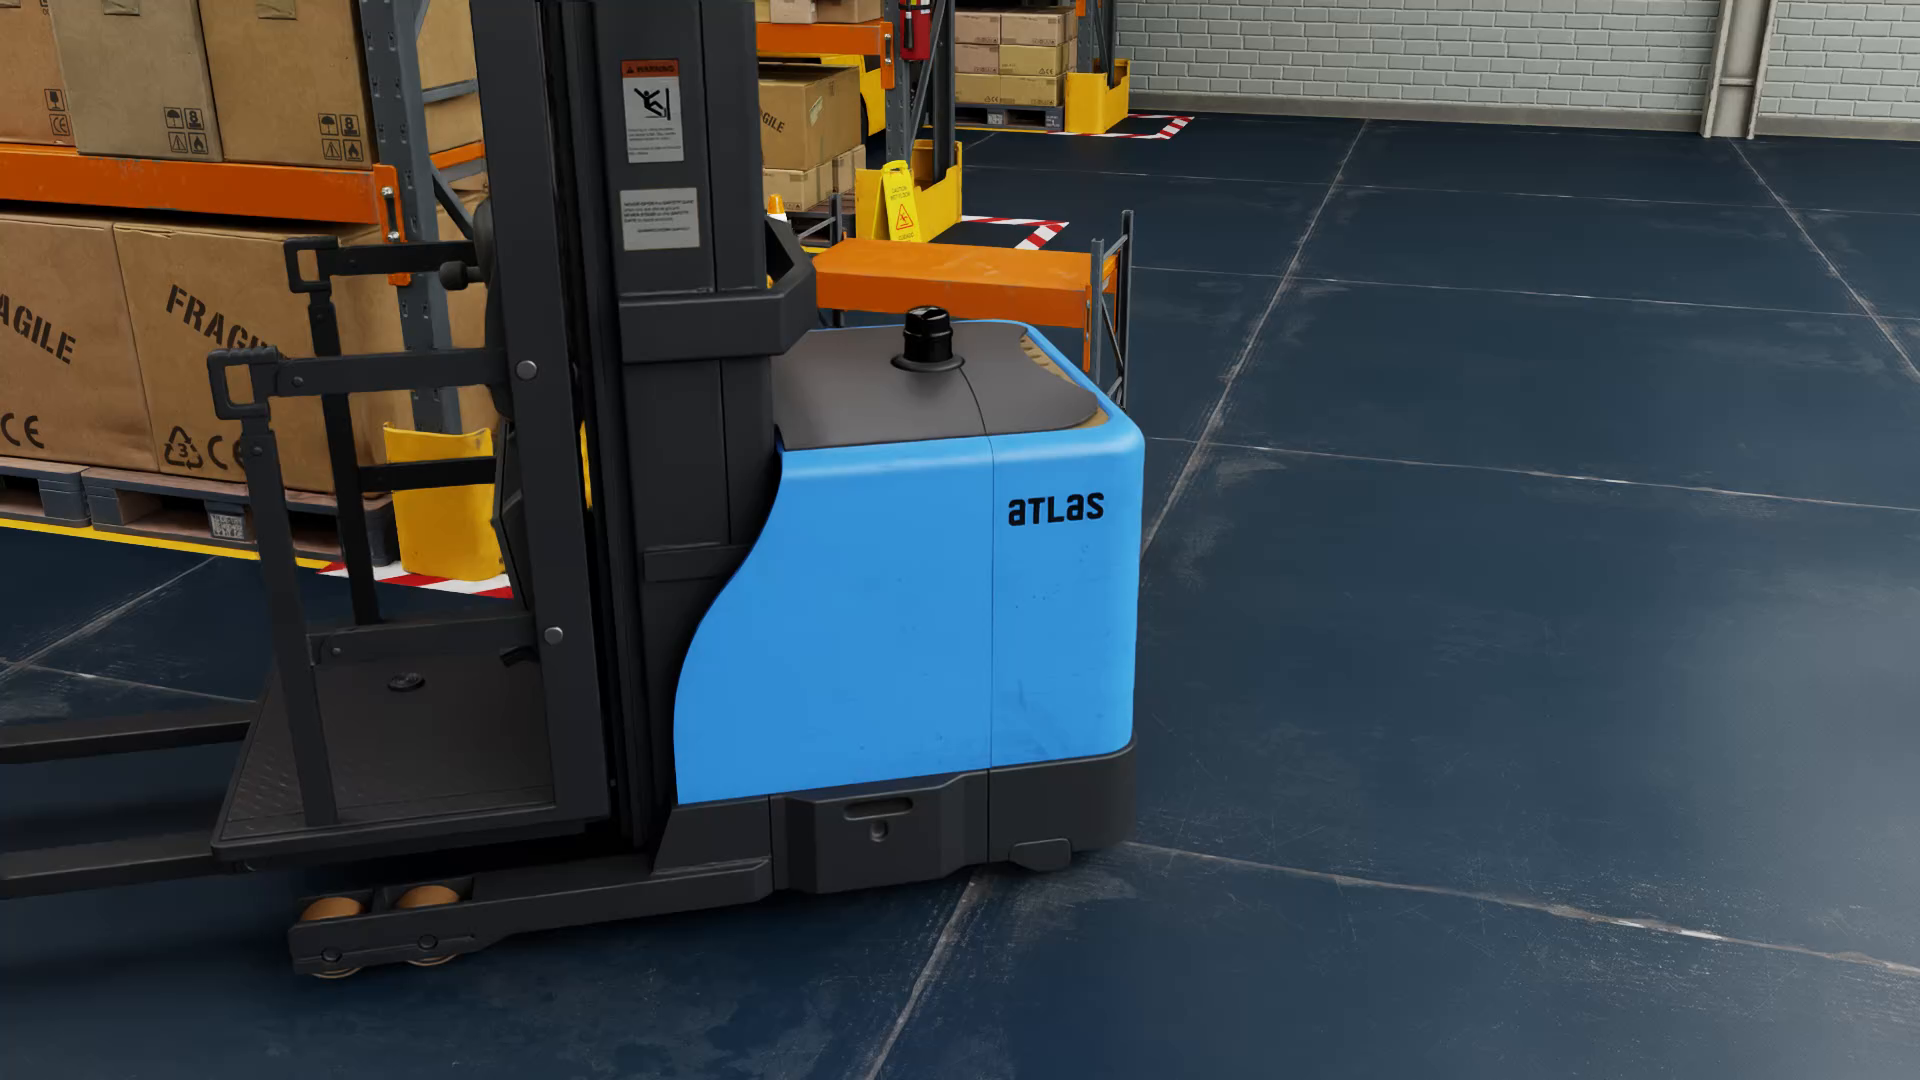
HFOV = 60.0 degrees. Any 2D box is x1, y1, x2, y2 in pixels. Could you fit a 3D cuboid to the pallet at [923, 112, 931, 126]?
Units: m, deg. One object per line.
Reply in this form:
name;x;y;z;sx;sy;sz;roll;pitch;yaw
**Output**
pallet;-0.712;-4.006;15.258;1.213;0.211;1.003;7;23;15

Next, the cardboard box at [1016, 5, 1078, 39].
cardboard box;0.791;-4.599;14.782;0.500;0.250;0.500;6;23;15

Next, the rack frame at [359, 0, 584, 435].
rack frame;-1.566;-1.480;5.425;0.127;3.000;1.000;7;23;16

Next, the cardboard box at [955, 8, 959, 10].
cardboard box;-0.311;-4.520;14.590;0.500;0.250;0.500;7;23;16

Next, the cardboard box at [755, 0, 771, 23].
cardboard box;-1.167;-3.160;9.851;0.250;0.149;0.380;6;23;15

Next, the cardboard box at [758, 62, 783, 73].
cardboard box;-1.450;-2.805;10.738;0.500;0.500;0.500;6;23;14

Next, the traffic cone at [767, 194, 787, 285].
traffic cone;-1.018;-1.694;9.290;0.334;0.463;0.336;7;23;16

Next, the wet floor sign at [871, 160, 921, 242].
wet floor sign;-0.360;-1.790;9.284;0.232;0.644;0.267;16;27;34

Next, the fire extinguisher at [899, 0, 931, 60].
fire extinguisher;-0.257;-3.073;9.412;0.183;0.674;0.296;7;23;16

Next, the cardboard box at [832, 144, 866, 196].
cardboard box;-0.926;-2.400;10.739;0.500;0.250;0.500;6;23;15

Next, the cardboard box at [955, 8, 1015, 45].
cardboard box;0.175;-4.469;14.464;0.500;0.250;0.500;7;23;16

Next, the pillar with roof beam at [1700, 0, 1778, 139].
pillar with roof beam;5.291;-6.050;8.663;0.400;9.000;9.100;7;23;16

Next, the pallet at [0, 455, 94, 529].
pallet;-3.519;-0.383;6.426;1.213;0.211;1.003;7;23;15

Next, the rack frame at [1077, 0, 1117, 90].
rack frame;1.197;-5.093;14.234;0.127;3.000;1.000;7;23;16

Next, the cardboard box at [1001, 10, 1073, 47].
cardboard box;0.666;-4.415;14.333;0.500;0.250;0.500;7;23;17

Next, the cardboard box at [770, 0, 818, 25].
cardboard box;-0.928;-3.124;9.764;0.250;0.149;0.380;6;23;15

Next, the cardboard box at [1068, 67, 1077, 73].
cardboard box;0.783;-4.140;14.980;0.500;0.250;0.500;7;23;16

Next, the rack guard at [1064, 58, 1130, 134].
rack guard;1.220;-3.934;14.702;0.348;0.500;1.175;7;23;16

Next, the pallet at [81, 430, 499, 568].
pallet;-2.355;-0.249;6.098;1.213;0.211;1.003;7;23;15

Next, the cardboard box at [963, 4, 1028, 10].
cardboard box;0.312;-4.653;14.912;0.500;0.250;0.500;7;23;16

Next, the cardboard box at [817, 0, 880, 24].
cardboard box;-0.653;-3.136;9.794;0.250;0.149;0.380;7;23;17

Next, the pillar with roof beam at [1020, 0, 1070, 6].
pillar with roof beam;-0.453;-6.708;10.266;0.400;9.000;9.100;7;23;16

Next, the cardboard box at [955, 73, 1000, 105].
cardboard box;0.182;-4.010;14.663;0.500;0.250;0.500;7;23;15

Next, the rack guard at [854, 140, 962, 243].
rack guard;-0.306;-2.141;10.331;0.348;0.500;1.175;7;23;16

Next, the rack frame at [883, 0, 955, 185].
rack frame;-0.233;-3.289;9.836;0.127;3.000;1.000;7;23;16

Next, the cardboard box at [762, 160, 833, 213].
cardboard box;-1.108;-2.205;10.262;0.500;0.250;0.500;6;23;15

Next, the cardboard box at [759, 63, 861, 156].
cardboard box;-0.949;-2.750;10.602;0.500;0.500;0.500;6;23;14

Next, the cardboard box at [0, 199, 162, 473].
cardboard box;-3.078;-0.837;6.104;0.875;0.875;0.875;6;23;15

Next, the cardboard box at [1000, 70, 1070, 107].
cardboard box;0.656;-3.952;14.521;0.500;0.250;0.500;7;23;16

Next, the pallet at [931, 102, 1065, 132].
pallet;0.453;-3.872;14.930;1.213;0.211;1.003;7;23;16

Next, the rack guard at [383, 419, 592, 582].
rack guard;-1.543;-0.320;5.892;0.348;0.500;1.175;7;23;16

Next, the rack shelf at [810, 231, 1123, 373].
rack shelf;-0.006;-0.792;5.447;1.000;0.278;0.538;7;23;16

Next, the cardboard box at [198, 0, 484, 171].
cardboard box;-1.935;-1.573;5.455;0.550;0.550;0.875;7;23;16

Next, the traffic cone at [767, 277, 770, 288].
traffic cone;-1.013;-1.253;8.216;0.334;0.463;0.336;7;23;16

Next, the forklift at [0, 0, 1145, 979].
forklift;-1.162;-0.650;3.493;3.031;2.935;1.130;-5;23;-12

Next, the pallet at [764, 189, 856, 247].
pallet;-1.074;-2.109;10.634;1.213;0.211;1.003;7;23;16

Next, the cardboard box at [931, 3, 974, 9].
cardboard box;-0.164;-4.711;15.056;0.500;0.250;0.500;6;23;15

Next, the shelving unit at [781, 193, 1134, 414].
shelving unit;-0.006;-0.521;5.558;1.048;1.125;0.538;7;23;16

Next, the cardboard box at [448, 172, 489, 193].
cardboard box;-3.062;-2.433;10.818;0.500;0.250;0.500;8;24;19

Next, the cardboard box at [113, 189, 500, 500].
cardboard box;-2.235;-0.741;5.871;0.875;0.875;0.875;7;23;16

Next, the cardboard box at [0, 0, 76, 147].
cardboard box;-2.967;-1.733;5.844;0.550;0.550;0.875;7;23;16

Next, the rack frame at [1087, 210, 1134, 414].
rack frame;0.480;-0.465;5.422;0.032;1.125;0.500;7;23;16

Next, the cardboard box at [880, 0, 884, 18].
cardboard box;-0.499;-3.285;10.158;0.250;0.149;0.380;7;23;16

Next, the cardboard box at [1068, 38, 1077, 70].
cardboard box;0.807;-4.373;14.890;0.500;0.250;0.500;7;23;16

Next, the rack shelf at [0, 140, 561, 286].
rack shelf;-3.481;-1.366;6.096;4.000;0.370;1.077;7;23;16

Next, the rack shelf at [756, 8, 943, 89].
rack shelf;-2.148;-3.176;10.507;4.000;0.370;1.077;7;23;16

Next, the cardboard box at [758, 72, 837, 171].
cardboard box;-1.076;-2.551;10.119;0.500;0.500;0.500;7;23;16

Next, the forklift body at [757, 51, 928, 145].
forklift body;-1.145;-4.245;13.286;1.214;2.155;2.313;7;23;16

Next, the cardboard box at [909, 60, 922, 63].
cardboard box;-0.337;-4.294;14.697;0.500;0.250;0.500;6;23;14

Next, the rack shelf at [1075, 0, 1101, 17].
rack shelf;-0.718;-4.979;14.905;4.000;0.370;1.077;7;23;16

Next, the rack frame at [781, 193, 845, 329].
rack frame;-0.493;-0.577;5.694;0.032;1.125;0.500;7;23;16

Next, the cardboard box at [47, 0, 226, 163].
cardboard box;-2.468;-1.626;5.583;0.550;0.550;0.875;7;23;16

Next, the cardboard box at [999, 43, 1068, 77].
cardboard box;0.641;-4.186;14.434;0.500;0.250;0.500;6;23;15

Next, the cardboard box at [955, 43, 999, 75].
cardboard box;0.164;-4.245;14.578;0.500;0.250;0.500;6;23;15
